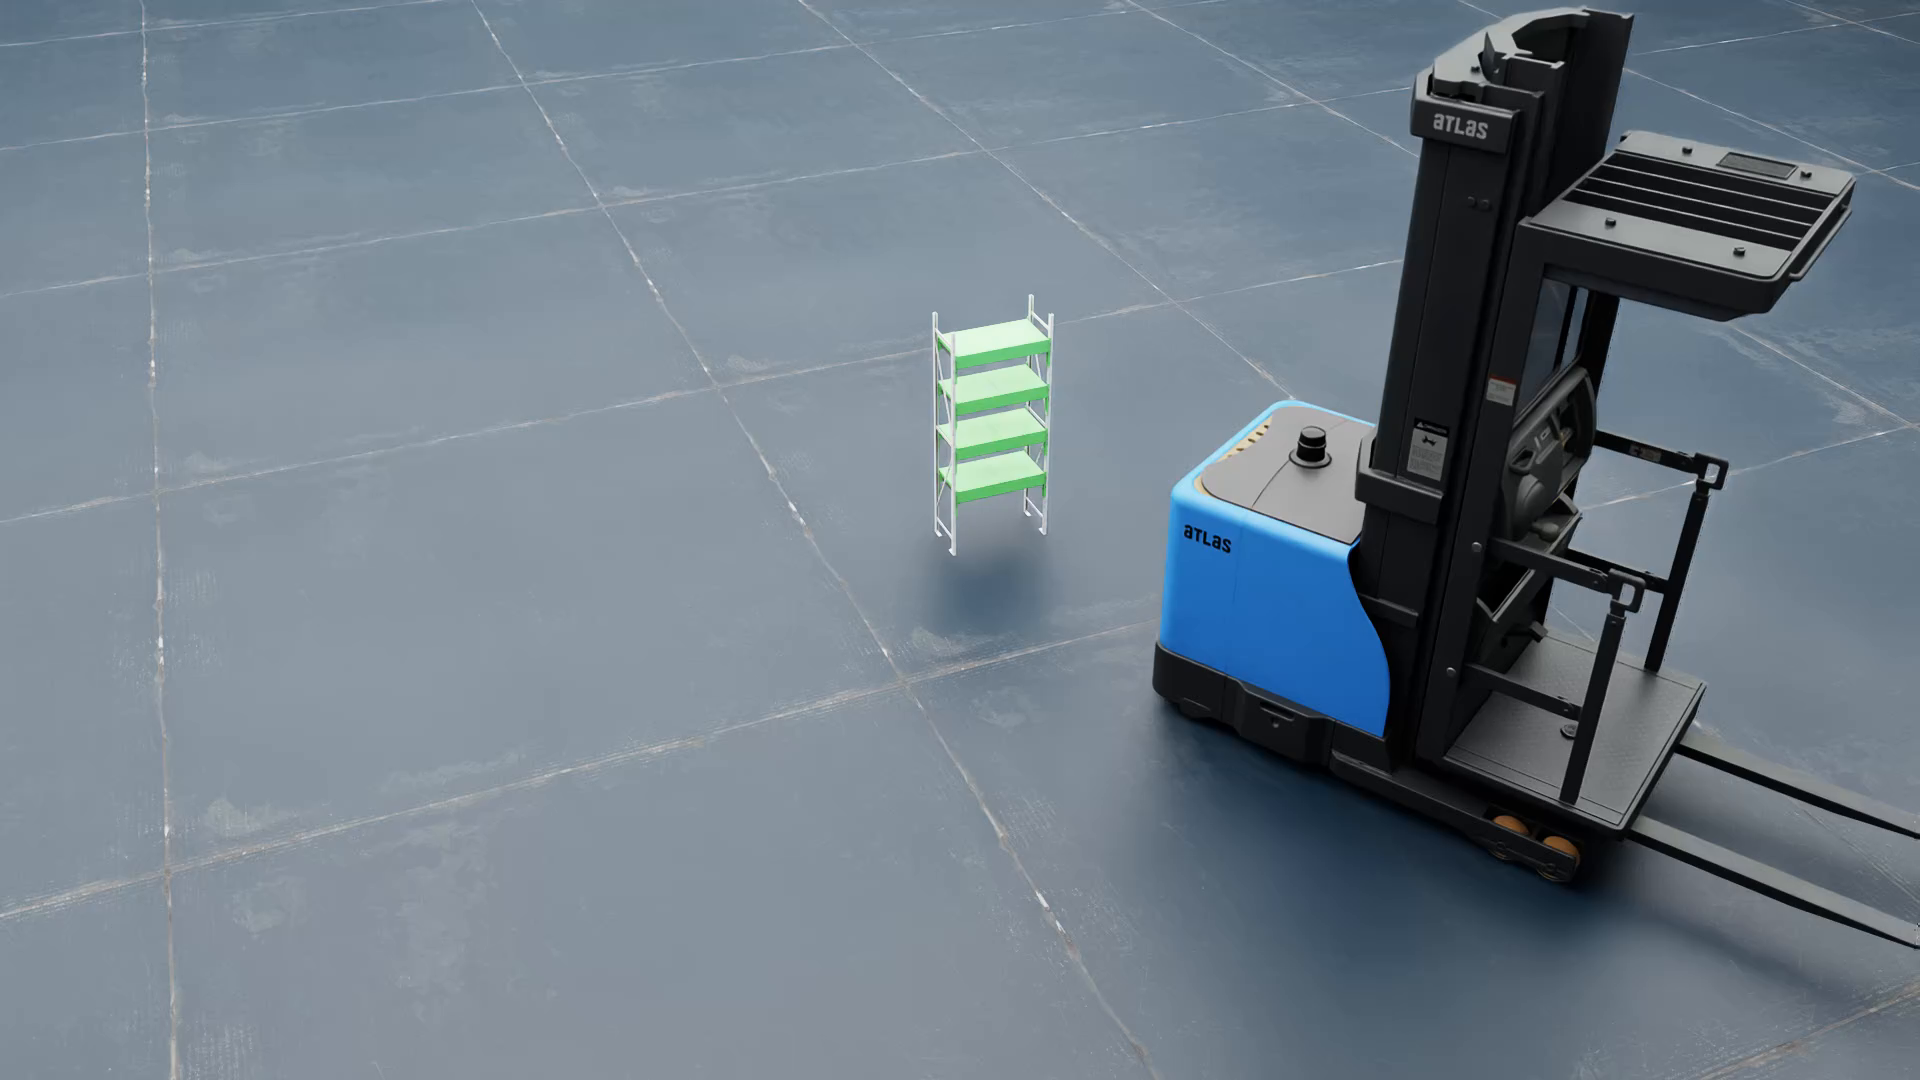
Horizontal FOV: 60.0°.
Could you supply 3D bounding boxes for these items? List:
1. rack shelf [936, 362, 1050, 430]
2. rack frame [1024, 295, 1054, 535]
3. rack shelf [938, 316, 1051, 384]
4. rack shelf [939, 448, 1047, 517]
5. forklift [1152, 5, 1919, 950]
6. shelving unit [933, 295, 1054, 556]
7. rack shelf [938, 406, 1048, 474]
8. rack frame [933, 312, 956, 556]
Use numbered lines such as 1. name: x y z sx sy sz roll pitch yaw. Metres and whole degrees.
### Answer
1. rack shelf: 0.153 -0.685 7.880 0.480 0.148 0.258 -13 35 -19
2. rack frame: 0.378 -0.589 8.056 0.015 1.200 0.240 -13 35 -19
3. rack shelf: 0.153 -0.887 7.750 0.480 0.148 0.258 -13 35 -19
4. rack shelf: 0.153 -0.283 8.142 0.480 0.148 0.258 -13 35 -19
5. forklift: 2.316 -0.272 5.980 3.031 2.935 1.130 22 39 30
6. shelving unit: 0.153 -0.538 7.976 0.503 1.200 0.258 -13 35 -19
7. rack shelf: 0.153 -0.484 8.011 0.480 0.148 0.258 -13 35 -19
8. rack frame: -0.072 -0.486 7.897 0.015 1.200 0.240 -13 35 -19
